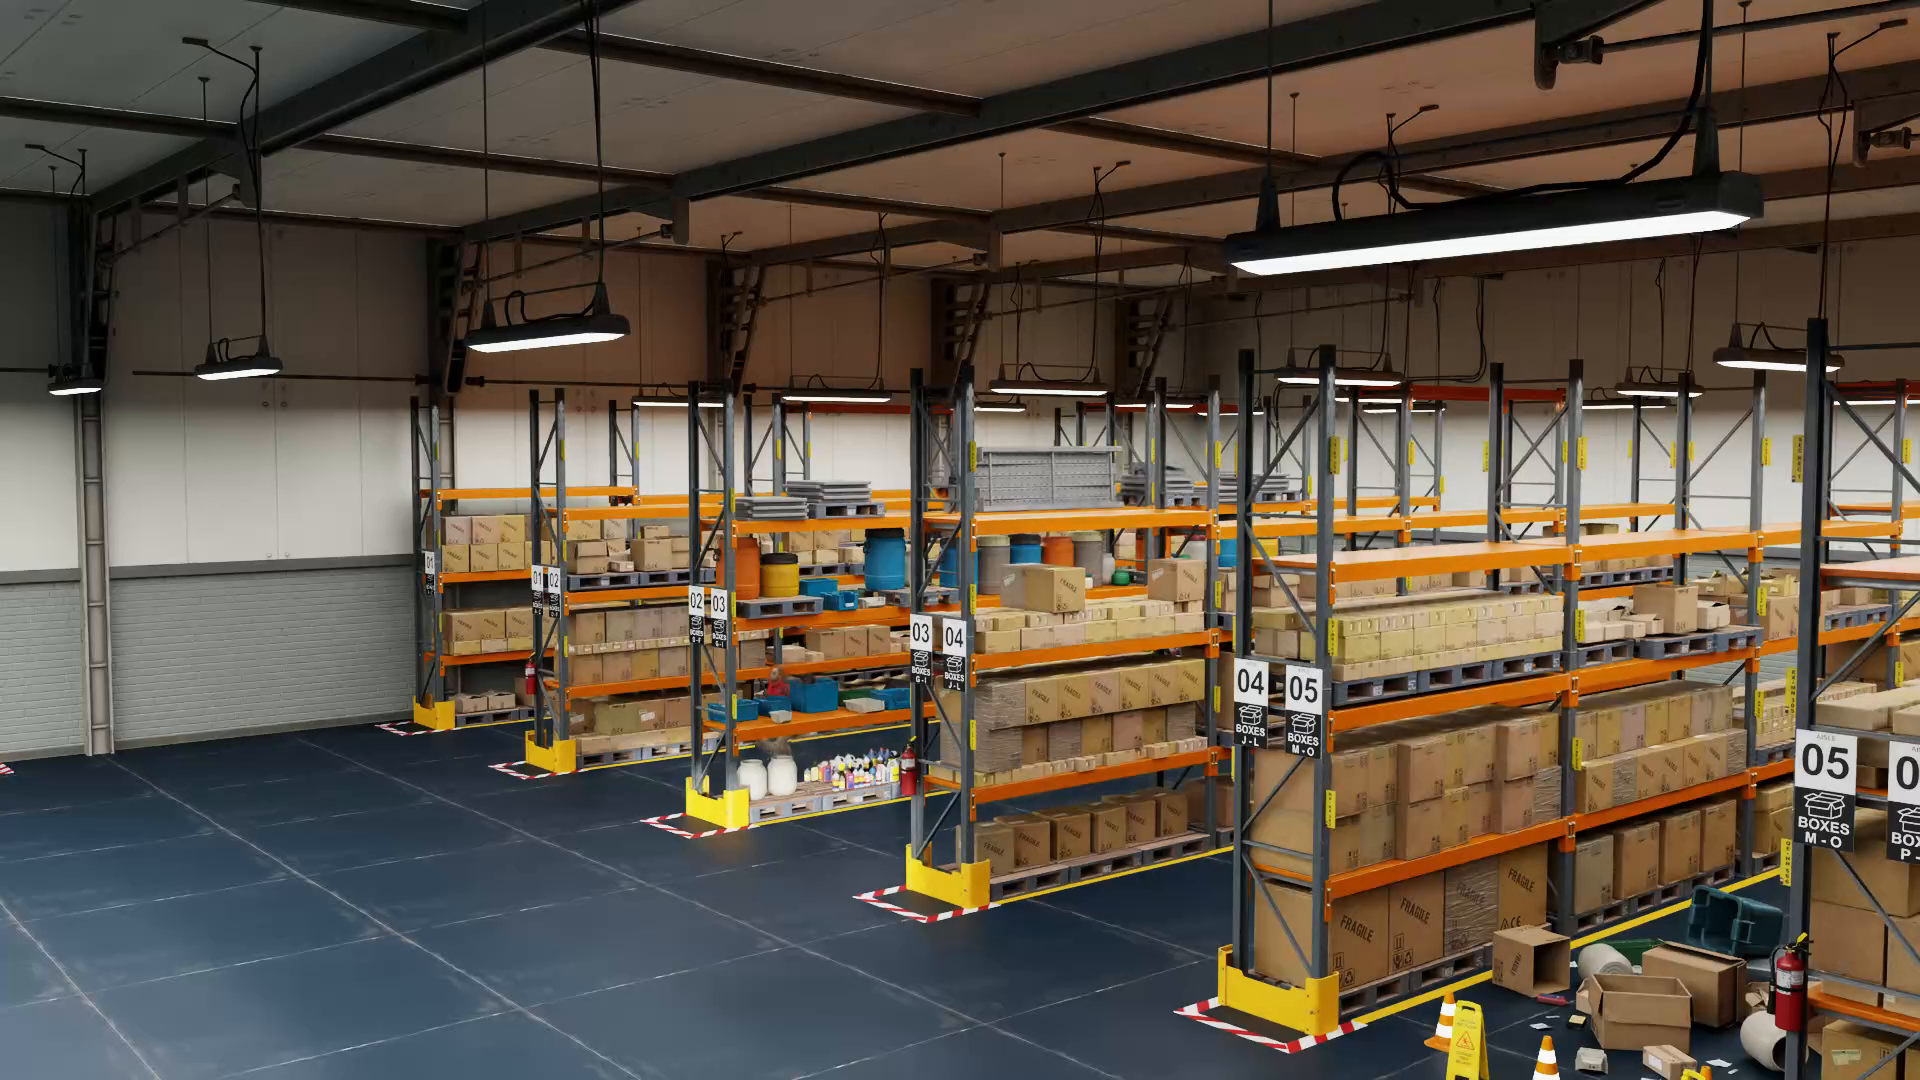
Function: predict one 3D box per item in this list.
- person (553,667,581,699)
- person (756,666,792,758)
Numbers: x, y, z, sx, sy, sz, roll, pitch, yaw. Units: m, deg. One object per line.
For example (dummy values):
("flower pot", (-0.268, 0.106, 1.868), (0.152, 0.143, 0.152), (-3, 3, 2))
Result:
("person", (-6.661, 2.564, 28.586), (0.707, 1.791, 1.036), (2, 4, 29))
("person", (-2.829, 2.792, 25.761), (0.655, 1.688, 0.691), (3, 4, 39))
